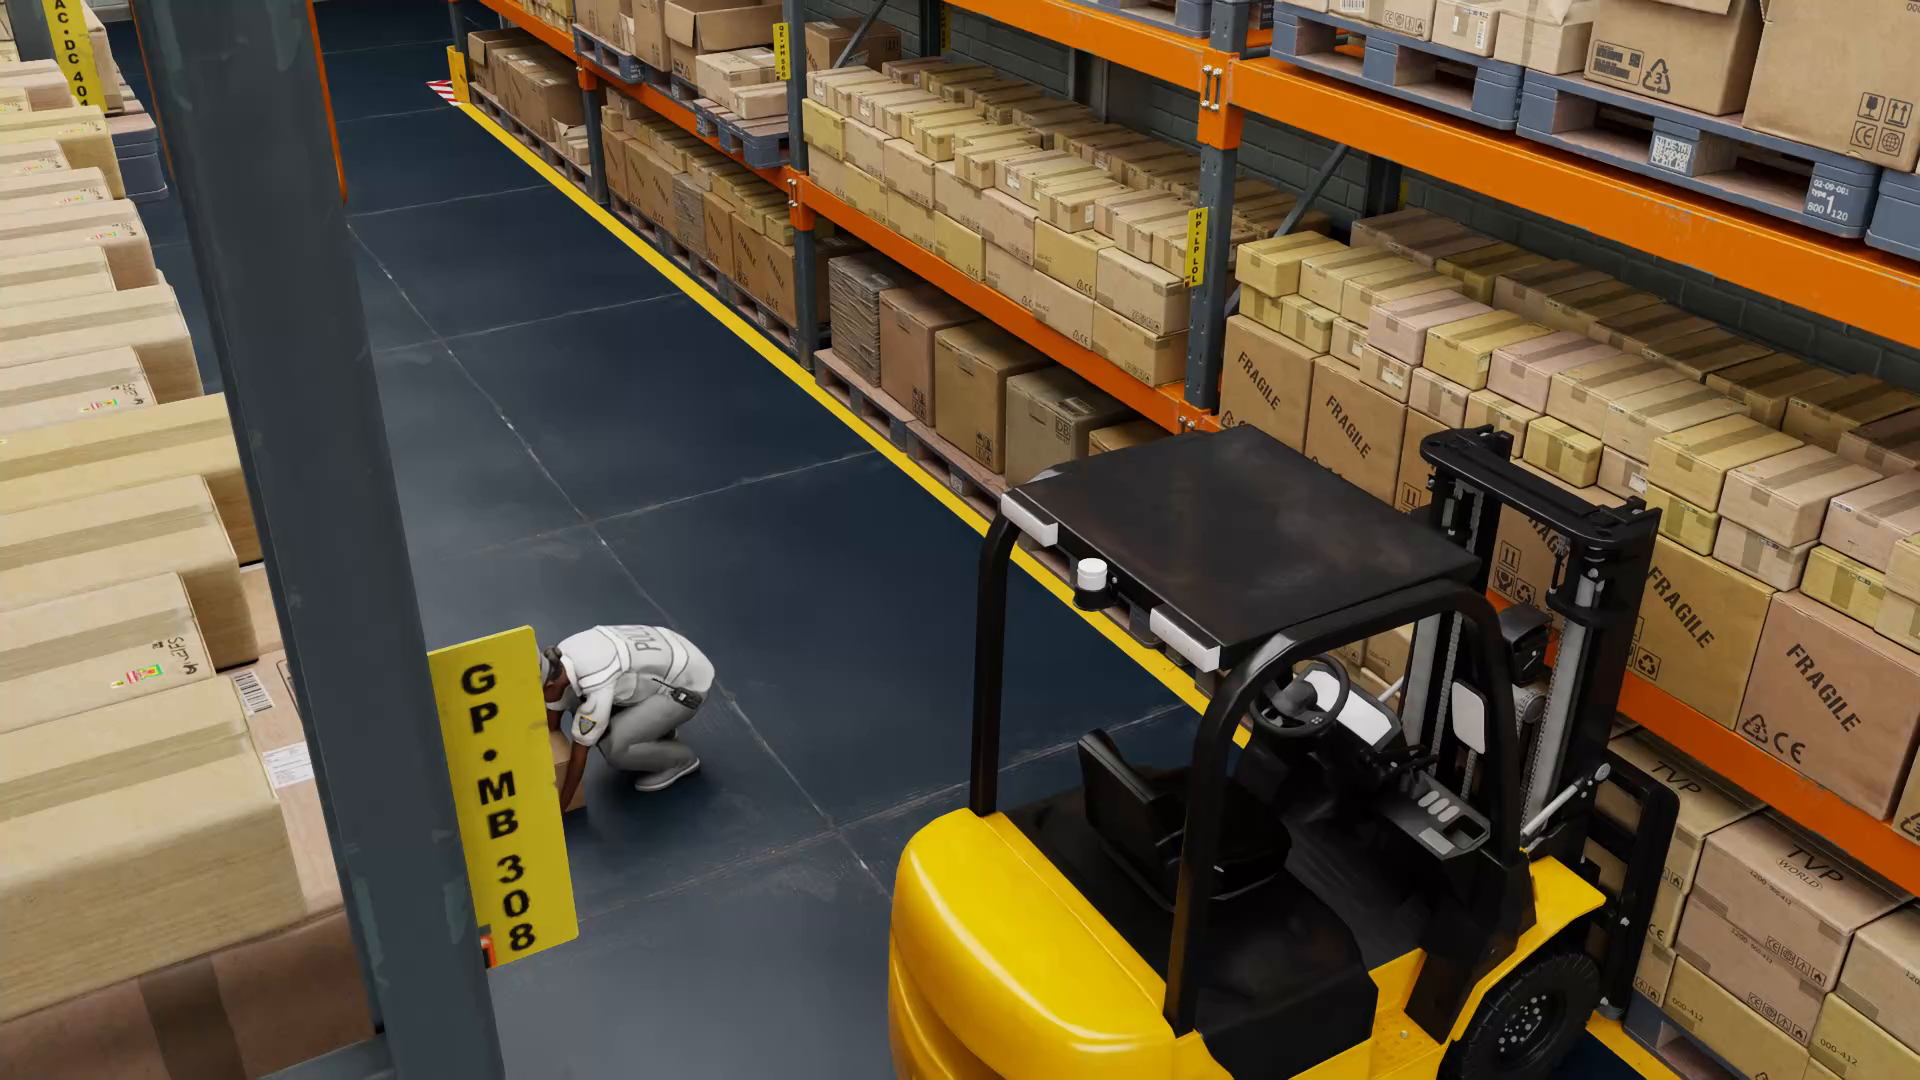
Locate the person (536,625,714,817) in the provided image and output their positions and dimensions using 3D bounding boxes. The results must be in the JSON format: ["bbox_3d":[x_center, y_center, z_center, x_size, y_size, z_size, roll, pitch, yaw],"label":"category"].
[{"bbox_3d":[-1.449,0.694,6.869,0.895,0.850,0.474,-16,33,-27],"label":"person"}]
